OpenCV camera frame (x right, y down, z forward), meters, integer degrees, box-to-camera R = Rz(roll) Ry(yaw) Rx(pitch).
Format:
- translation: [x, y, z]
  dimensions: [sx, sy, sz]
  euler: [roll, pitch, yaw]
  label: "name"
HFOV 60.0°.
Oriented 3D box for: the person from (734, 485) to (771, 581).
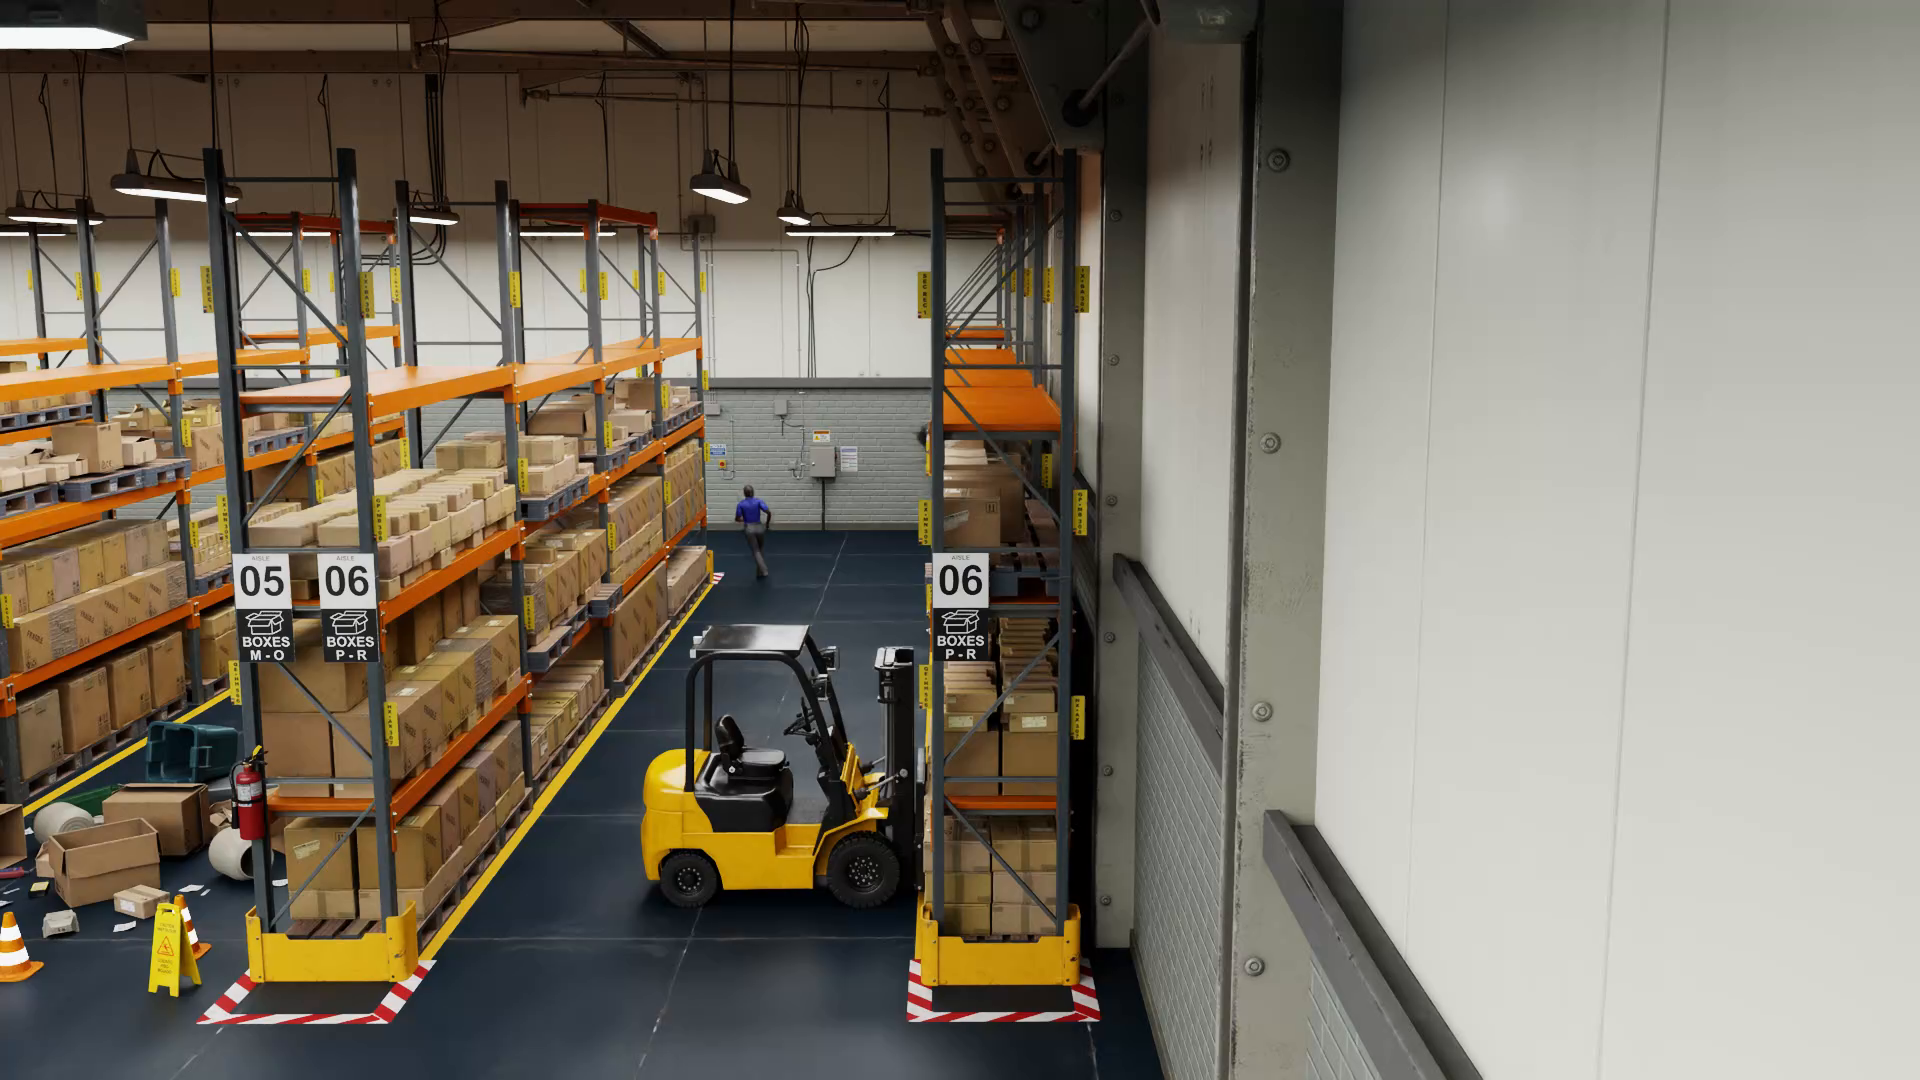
- translation: [-3.487, -0.091, 27.958]
  dimensions: [0.581, 1.663, 0.772]
  euler: [-4, 10, -24]
  label: "person"
